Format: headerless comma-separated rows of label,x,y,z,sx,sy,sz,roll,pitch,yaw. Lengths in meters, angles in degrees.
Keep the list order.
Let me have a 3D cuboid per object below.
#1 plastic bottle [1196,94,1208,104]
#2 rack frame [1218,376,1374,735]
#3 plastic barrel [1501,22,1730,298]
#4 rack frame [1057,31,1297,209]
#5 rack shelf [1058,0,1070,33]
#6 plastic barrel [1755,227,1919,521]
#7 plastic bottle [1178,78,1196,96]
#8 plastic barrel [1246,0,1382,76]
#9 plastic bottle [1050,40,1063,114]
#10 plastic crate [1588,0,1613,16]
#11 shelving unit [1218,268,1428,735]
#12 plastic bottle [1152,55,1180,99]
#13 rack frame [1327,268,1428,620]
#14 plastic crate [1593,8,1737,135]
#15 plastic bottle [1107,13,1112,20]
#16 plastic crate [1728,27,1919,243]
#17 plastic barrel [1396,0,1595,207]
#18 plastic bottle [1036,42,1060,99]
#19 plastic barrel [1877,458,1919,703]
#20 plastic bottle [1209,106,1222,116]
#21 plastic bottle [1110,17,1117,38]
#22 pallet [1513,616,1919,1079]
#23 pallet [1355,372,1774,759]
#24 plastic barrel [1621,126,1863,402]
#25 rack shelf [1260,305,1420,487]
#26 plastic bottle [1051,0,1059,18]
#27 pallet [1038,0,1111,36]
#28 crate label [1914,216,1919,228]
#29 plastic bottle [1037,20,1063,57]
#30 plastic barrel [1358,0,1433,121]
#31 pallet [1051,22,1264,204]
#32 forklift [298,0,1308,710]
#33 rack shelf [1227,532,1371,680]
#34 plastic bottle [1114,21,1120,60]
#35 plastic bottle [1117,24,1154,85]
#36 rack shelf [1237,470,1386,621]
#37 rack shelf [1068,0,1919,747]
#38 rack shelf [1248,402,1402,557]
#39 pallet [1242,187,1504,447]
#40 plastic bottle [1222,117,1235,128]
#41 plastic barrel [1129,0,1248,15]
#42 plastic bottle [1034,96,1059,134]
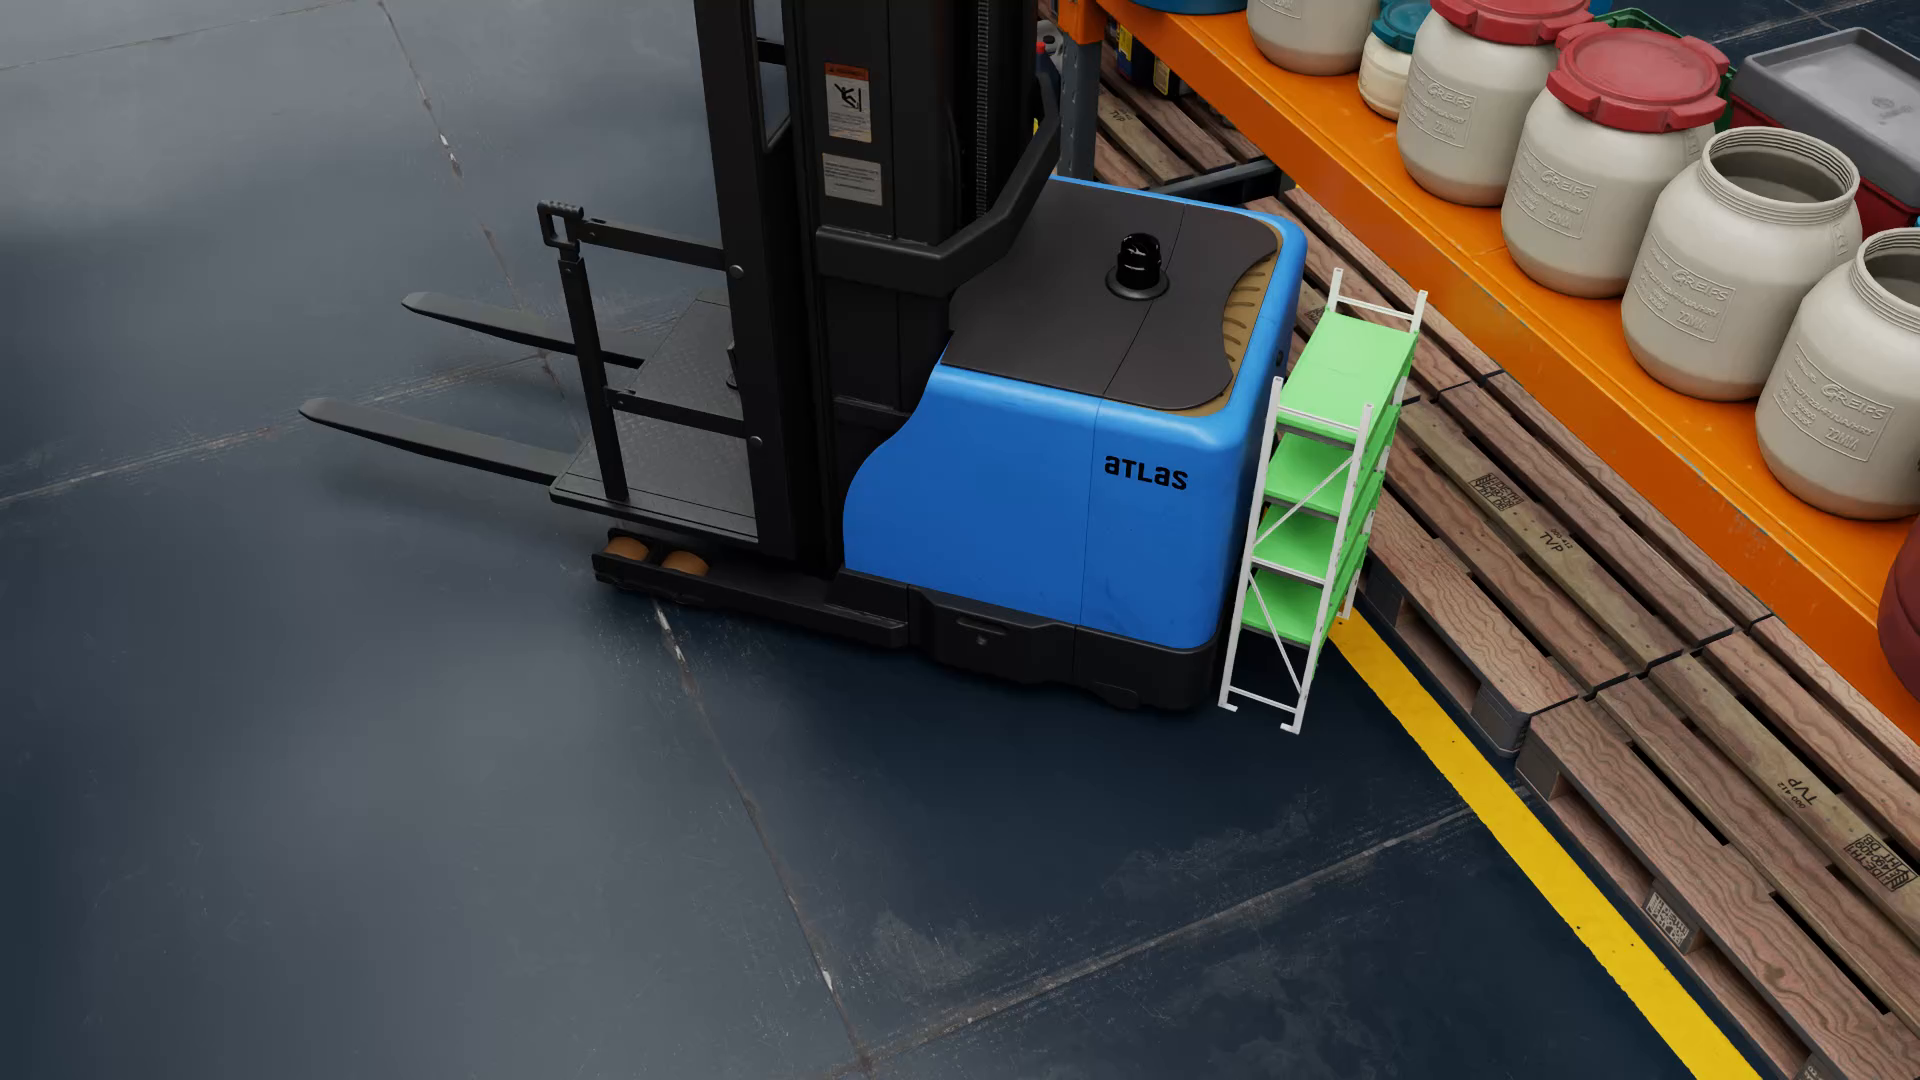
plastic bottle,1.009,-1.870,6.688,0.097,0.201,0.097,0,45,0
rack frame,0.851,0.081,4.314,0.240,1.200,0.015,19,48,18
plastic barrel,1.525,-0.878,3.907,0.433,0.535,0.433,0,45,0
rack frame,0.831,-2.247,5.392,1.000,3.000,0.127,-18,47,-17
rack shelf,-0.010,-3.265,6.936,1.077,0.370,4.000,-18,47,-17
plastic barrel,1.886,-0.330,3.369,0.421,0.512,0.421,0,45,0
plastic bottle,0.934,-1.965,6.731,0.152,0.276,0.135,-16,47,-16
plastic barrel,1.034,-1.621,4.660,0.433,0.535,0.433,0,45,0
plastic bottle,0.429,-1.828,6.540,0.144,0.351,0.185,-18,47,-17
plastic crate,1.577,-1.630,4.778,0.392,0.384,0.575,-18,47,-17
shelving unit,0.957,-0.073,4.470,0.258,1.200,0.503,19,48,18
plastic bottle,0.837,-1.935,6.696,0.061,0.283,0.133,-18,47,-17
rack frame,1.064,-0.228,4.626,0.240,1.200,0.015,19,48,18
plastic crate,1.819,-1.145,4.426,0.450,0.188,0.662,-18,47,-17
plastic bottle,0.691,-2.352,7.177,0.097,0.201,0.097,0,45,0
plastic crate,2.111,-0.841,3.921,0.402,0.464,0.583,-18,47,-17
plastic barrel,1.343,-1.153,4.186,0.433,0.535,0.433,0,45,0
plastic bottle,0.299,-1.786,6.497,0.144,0.351,0.185,-19,48,-18
plastic barrel,2.043,0.047,2.969,0.600,0.536,0.708,-18,47,-17
plastic bottle,1.052,-1.805,6.622,0.097,0.201,0.097,0,45,0
plastic bottle,0.693,-2.272,7.047,0.097,0.271,0.097,0,45,0
pallet,2.222,0.790,4.300,1.003,0.211,1.213,-18,47,-17
pallet,1.713,0.013,5.086,1.003,0.211,1.213,-18,47,-17
plastic barrel,1.709,-0.599,3.641,0.421,0.512,0.421,0,45,0
rack shelf,0.957,-0.370,4.178,0.258,0.148,0.480,19,48,18
plastic bottle,0.486,-2.402,7.175,0.152,0.276,0.135,-18,47,-17
pallet,0.069,-2.473,7.606,1.003,0.211,1.213,-18,47,-17
crate label,2.340,-0.424,3.518,0.502,0.435,0.616,-18,47,-17
plastic bottle,0.342,-1.941,6.708,0.152,0.276,0.135,-18,47,-17
plastic barrel,1.248,-1.309,4.539,0.301,0.262,0.301,0,45,0
pallet,0.586,-1.695,6.817,1.003,0.211,1.213,-18,47,-17
forklift,-0.593,-1.184,4.363,3.031,2.935,1.130,13,46,13
rack shelf,0.957,0.143,4.684,0.258,0.148,0.480,19,48,18
plastic bottle,0.697,-2.126,6.898,0.097,0.271,0.097,0,45,0
plastic bottle,0.737,-2.055,6.770,0.144,0.351,0.185,-18,47,-17
rack shelf,0.957,-0.028,4.515,0.258,0.148,0.480,19,48,18
rack shelf,1.672,-0.716,4.353,1.077,0.370,4.000,-18,47,-17
rack shelf,0.957,-0.199,4.346,0.258,0.148,0.480,19,48,18
pallet,1.196,-0.765,5.875,1.003,0.211,1.213,-18,47,-17
plastic bottle,1.095,-1.765,6.532,0.097,0.271,0.097,0,45,0
plastic barrel,0.718,-2.090,4.875,0.600,0.901,0.708,-18,47,-17
plastic bottle,0.329,-1.646,6.403,0.061,0.283,0.133,-16,47,-15
